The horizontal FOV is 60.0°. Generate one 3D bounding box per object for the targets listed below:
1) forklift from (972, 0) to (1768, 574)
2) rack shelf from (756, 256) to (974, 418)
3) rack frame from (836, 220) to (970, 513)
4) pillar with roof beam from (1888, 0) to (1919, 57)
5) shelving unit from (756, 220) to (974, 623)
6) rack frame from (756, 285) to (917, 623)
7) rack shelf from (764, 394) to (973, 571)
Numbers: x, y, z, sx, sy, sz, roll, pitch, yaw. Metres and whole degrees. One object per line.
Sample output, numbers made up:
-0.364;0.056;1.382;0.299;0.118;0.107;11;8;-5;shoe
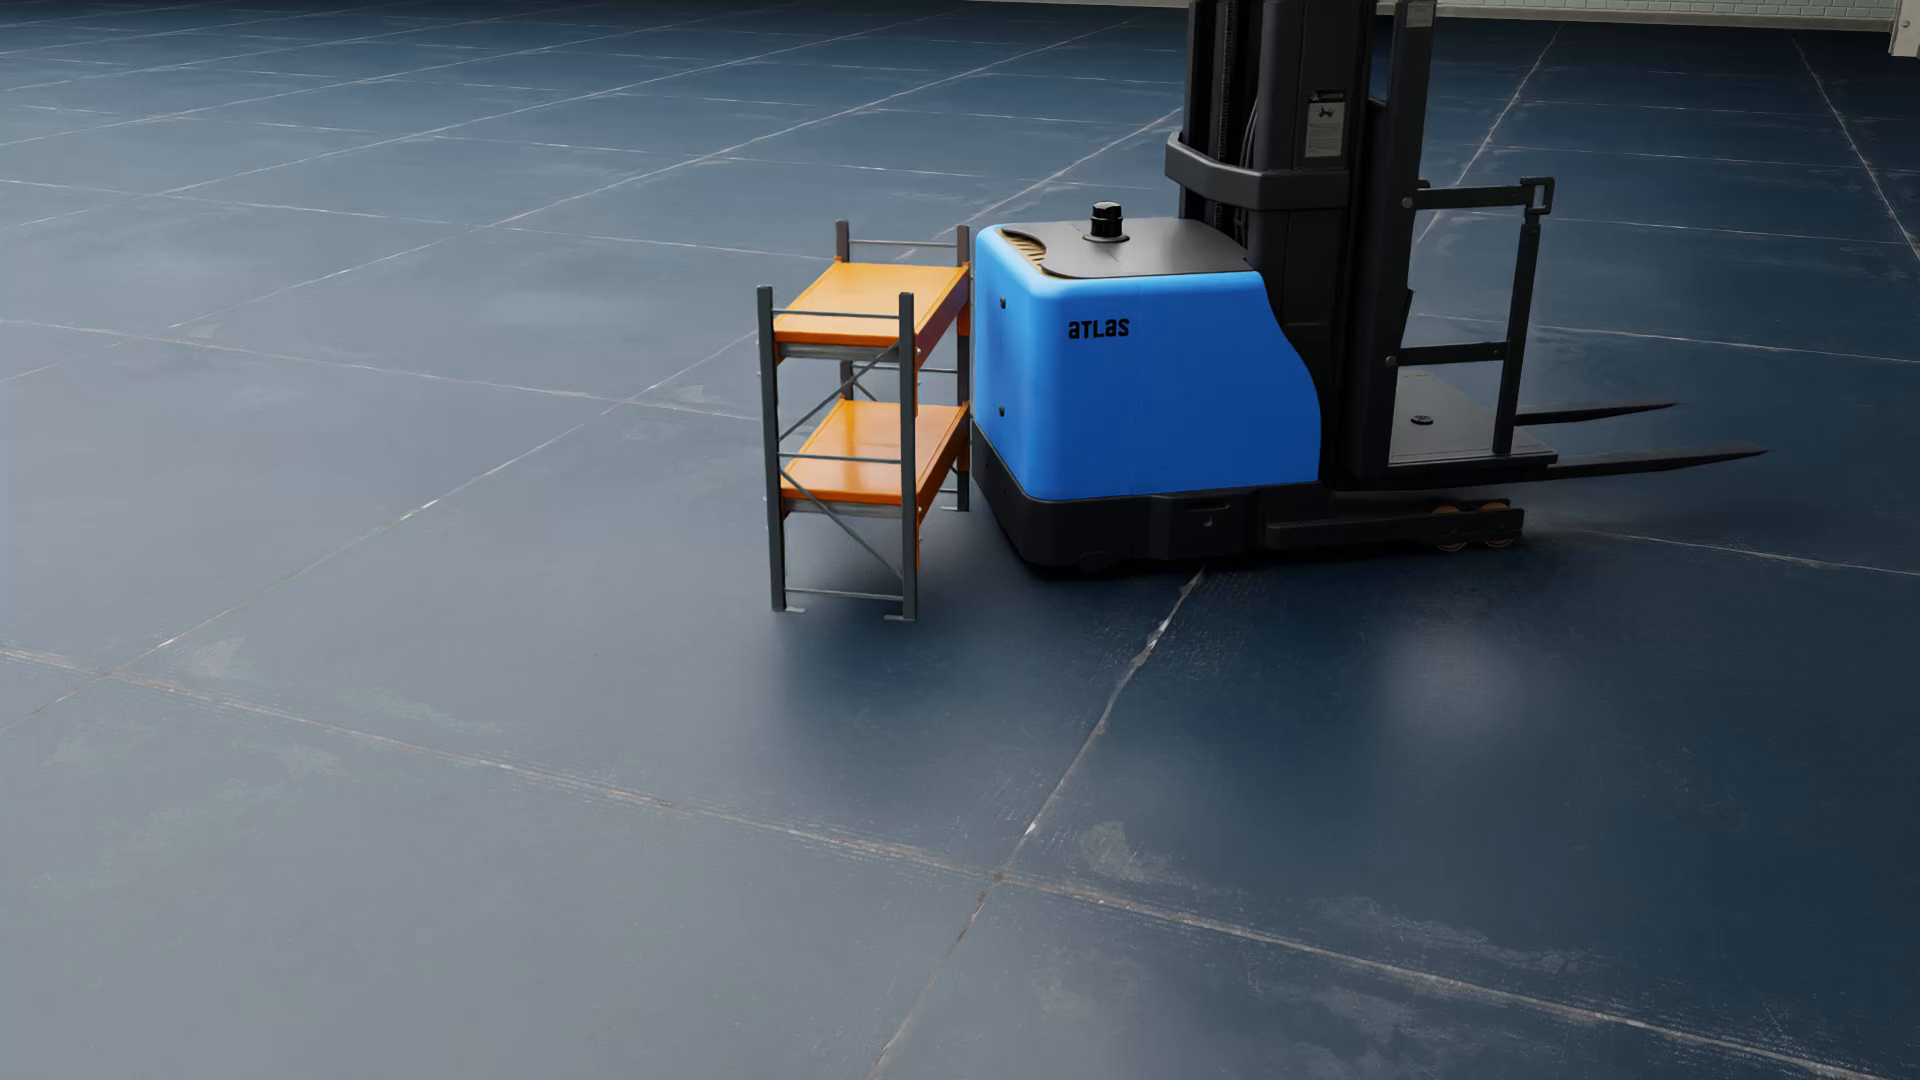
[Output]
1.617;-1.504;6.047;3.031;2.935;1.130;-5;23;-11;forklift
-0.302;-0.727;5.771;0.538;0.278;1.000;4;23;9;rack shelf
-0.212;-0.650;6.346;0.500;1.125;0.032;4;23;9;rack frame
7.784;-10.829;20.500;9.100;9.000;0.400;9;24;20;pillar with roof beam
-0.302;-0.457;5.884;0.538;1.125;1.048;4;23;9;shelving unit
-0.393;-0.264;5.422;0.500;1.125;0.032;4;23;9;rack frame
-0.302;-0.231;5.978;0.538;0.278;1.000;4;23;9;rack shelf
